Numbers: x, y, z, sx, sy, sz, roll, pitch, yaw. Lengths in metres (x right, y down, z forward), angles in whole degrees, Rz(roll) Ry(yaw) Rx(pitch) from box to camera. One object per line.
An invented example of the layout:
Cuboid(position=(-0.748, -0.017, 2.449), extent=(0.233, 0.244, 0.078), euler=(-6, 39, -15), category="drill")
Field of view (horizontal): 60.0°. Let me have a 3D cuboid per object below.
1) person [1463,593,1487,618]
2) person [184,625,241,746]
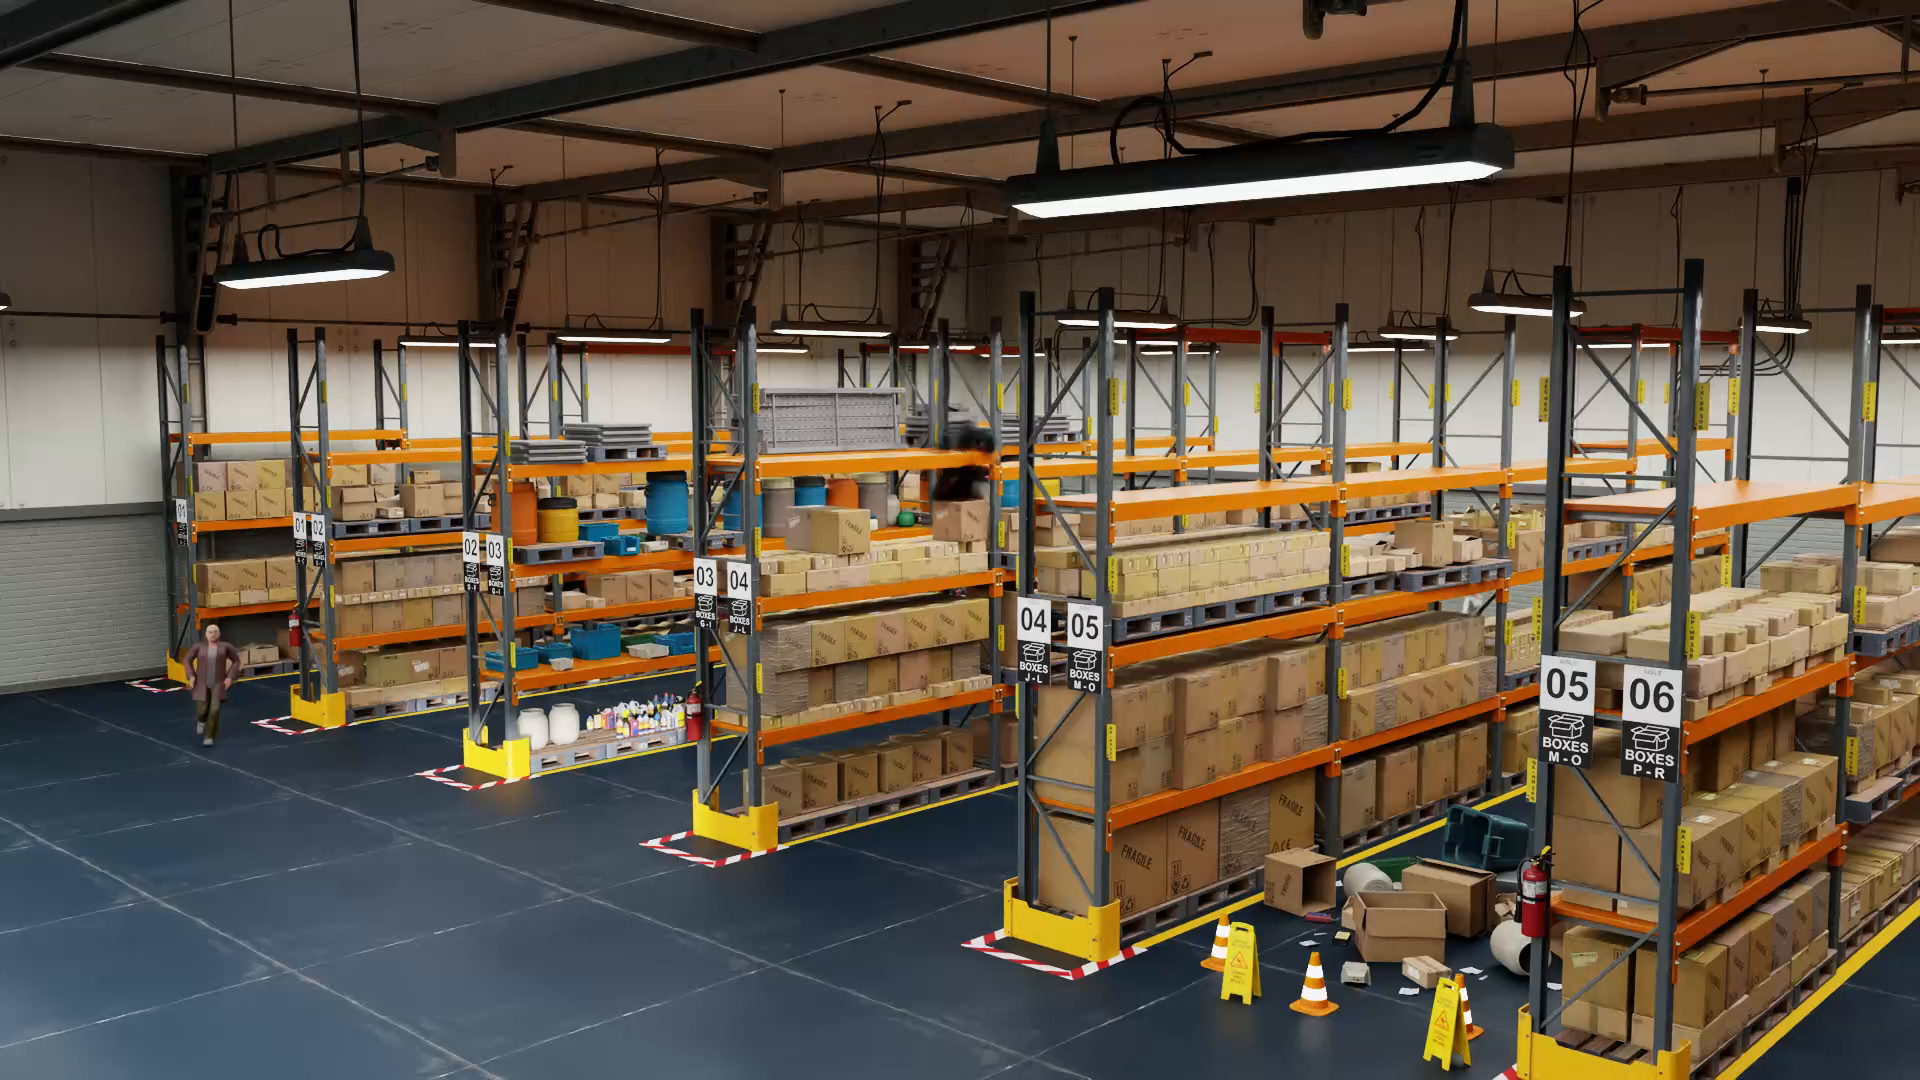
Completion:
Cuboid(position=(9.498, 1.541, 30.416), extent=(0.555, 1.537, 0.450), euler=(-2, 6, -23), category="person")
Cuboid(position=(-10.747, 2.065, 23.932), extent=(0.743, 1.730, 0.723), euler=(-3, 6, -28), category="person")
